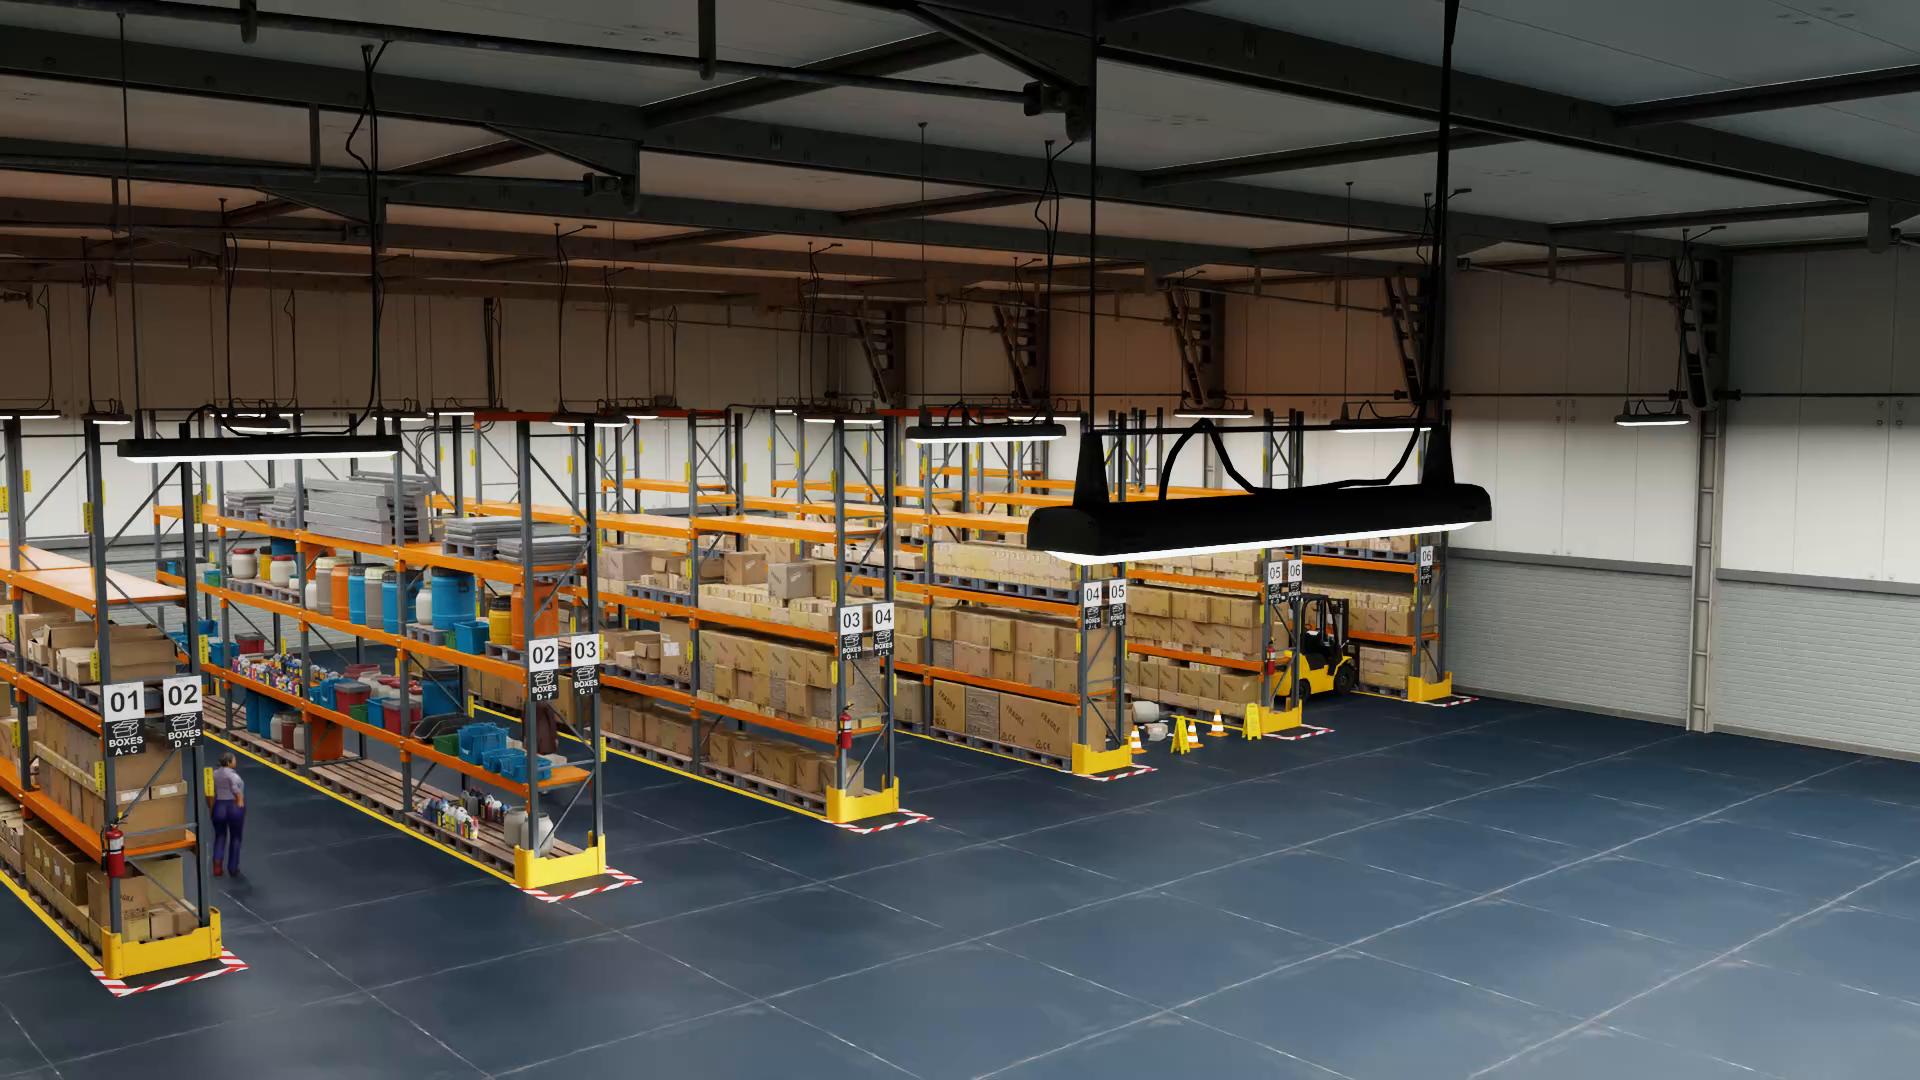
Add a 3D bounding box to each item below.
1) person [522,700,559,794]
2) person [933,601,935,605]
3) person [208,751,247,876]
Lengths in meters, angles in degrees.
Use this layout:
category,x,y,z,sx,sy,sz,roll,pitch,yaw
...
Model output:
category,x,y,z,sx,sy,sz,roll,pitch,yaw
person,-6.630,3.173,26.258,0.587,1.697,0.519,0,5,-5
person,-0.658,2.113,35.299,0.687,1.755,0.512,5,7,42
person,-9.611,3.585,21.815,0.484,1.650,0.454,-1,5,-6
